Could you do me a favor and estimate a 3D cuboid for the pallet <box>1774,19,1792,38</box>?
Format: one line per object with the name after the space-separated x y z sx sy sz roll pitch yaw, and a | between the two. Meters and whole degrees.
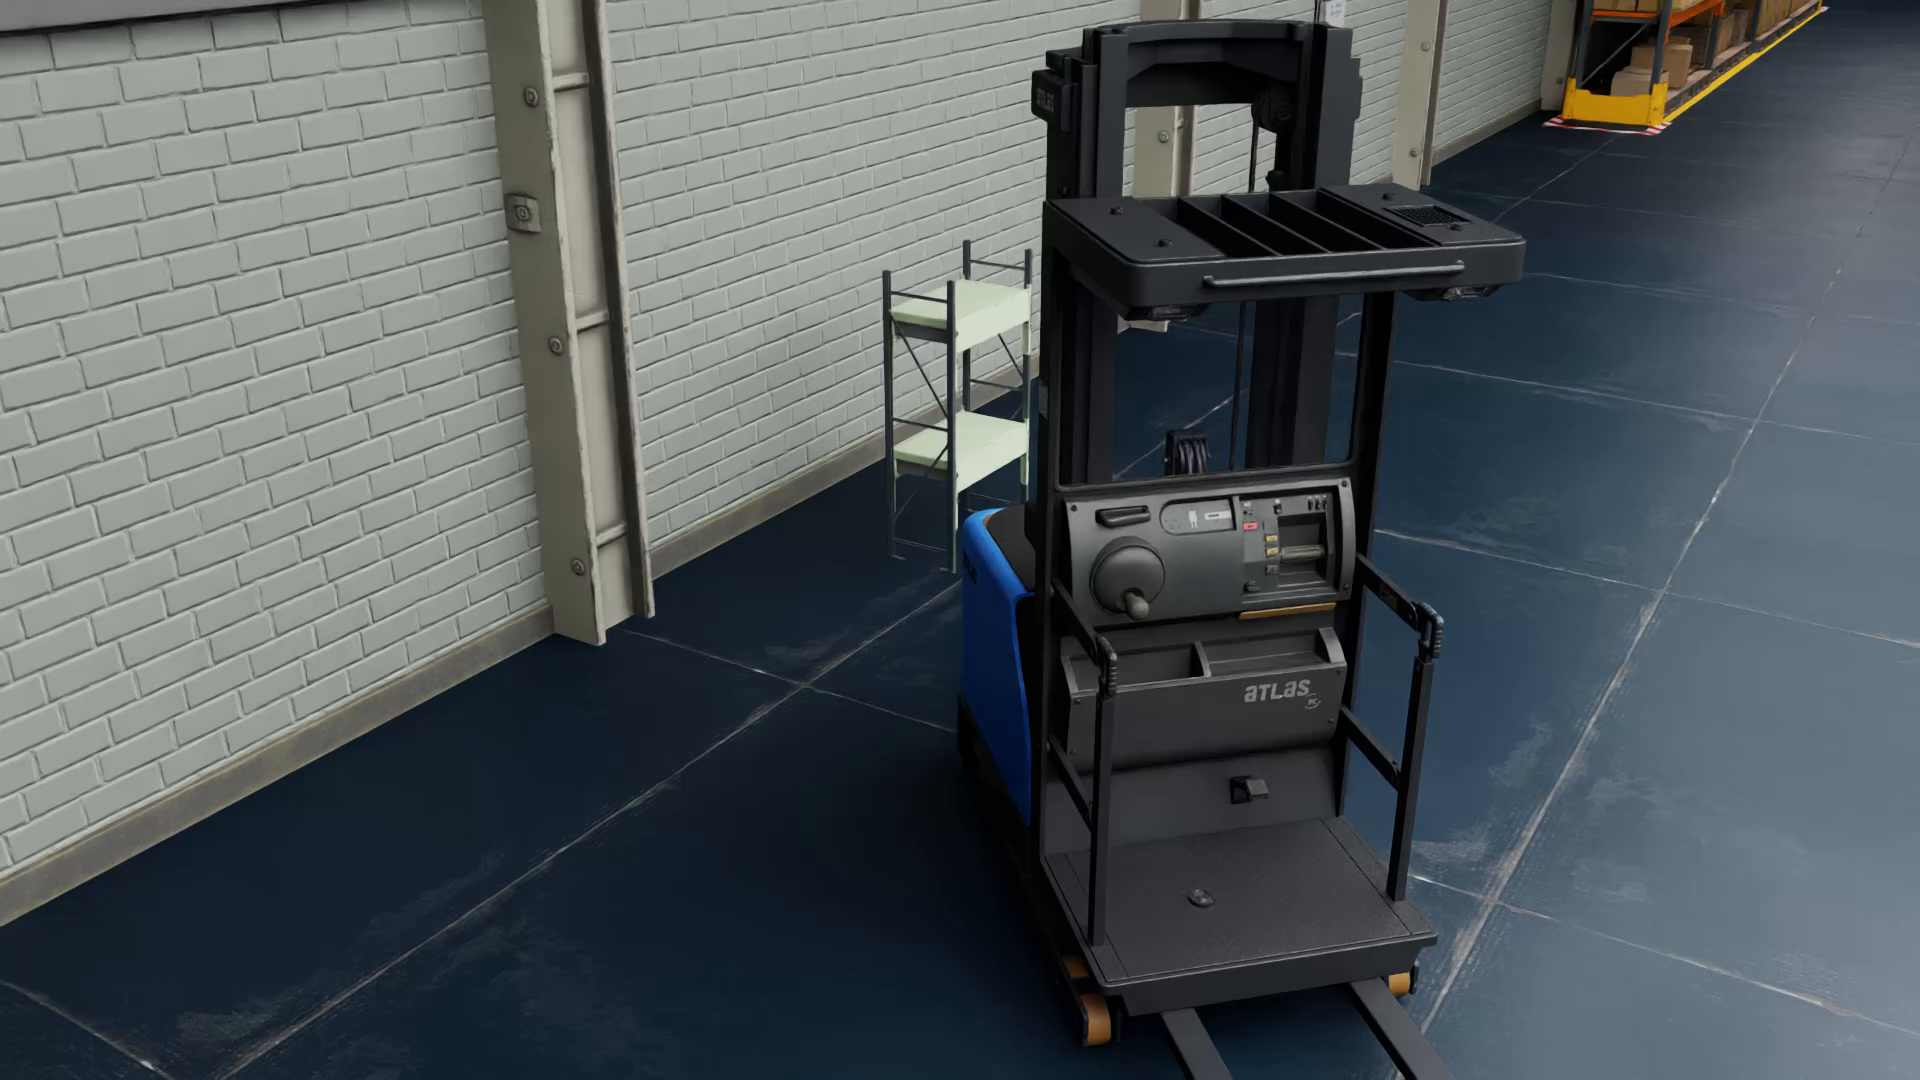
14.164 -9.140 29.597 1.003 0.211 1.213 14 27 29 | pallet

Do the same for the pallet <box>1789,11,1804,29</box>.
14.975 -9.656 30.790 1.003 0.211 1.213 14 27 29 | pallet

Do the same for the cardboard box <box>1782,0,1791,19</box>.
14.275 -9.655 29.455 0.750 0.750 0.750 14 27 30 | cardboard box

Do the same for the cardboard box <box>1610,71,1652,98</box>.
8.618 -5.828 21.268 0.500 0.311 0.500 11 26 23 | cardboard box

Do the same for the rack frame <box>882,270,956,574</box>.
-0.197 -0.562 8.161 0.400 1.500 0.023 14 27 29 | rack frame

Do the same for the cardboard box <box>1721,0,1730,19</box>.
11.441 -8.137 25.418 0.500 0.250 0.500 14 27 29 | cardboard box

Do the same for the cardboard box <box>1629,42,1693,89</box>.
9.349 -6.344 22.222 0.700 0.500 0.500 12 26 26 | cardboard box

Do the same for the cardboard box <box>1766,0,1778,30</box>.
13.364 -9.067 28.096 0.750 0.750 0.750 14 27 29 | cardboard box

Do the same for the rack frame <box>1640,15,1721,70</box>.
10.287 -7.996 23.444 1.000 3.000 0.127 14 27 29 | rack frame

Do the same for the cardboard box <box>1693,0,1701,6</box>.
9.240 -7.033 21.384 0.500 0.250 0.500 13 27 28 | cardboard box

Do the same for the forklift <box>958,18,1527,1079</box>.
0.830 0.052 4.940 1.130 2.935 3.031 -5 24 -12 | forklift

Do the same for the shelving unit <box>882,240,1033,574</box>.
-0.004 -0.686 8.447 0.431 1.500 0.755 14 27 29 | shelving unit

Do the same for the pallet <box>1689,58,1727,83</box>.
10.696 -6.979 24.605 1.003 0.211 1.213 14 27 29 | pallet

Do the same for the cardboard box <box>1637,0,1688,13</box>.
8.704 -6.684 20.578 0.500 0.250 0.500 13 27 27 | cardboard box

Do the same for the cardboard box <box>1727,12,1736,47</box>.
11.691 -7.997 26.040 0.700 0.500 0.500 14 27 29 | cardboard box

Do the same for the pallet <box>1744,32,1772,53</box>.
12.877 -8.316 27.694 1.003 0.211 1.213 14 27 29 | pallet

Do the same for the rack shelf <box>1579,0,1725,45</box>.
9.232 -6.990 22.027 1.077 0.370 4.000 14 27 29 | rack shelf

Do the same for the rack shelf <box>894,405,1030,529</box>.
-0.004 -0.387 8.576 0.431 0.370 0.720 14 27 29 | rack shelf

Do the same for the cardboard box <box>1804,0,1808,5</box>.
16.069 -10.665 32.228 0.700 0.500 0.500 14 27 29 | cardboard box

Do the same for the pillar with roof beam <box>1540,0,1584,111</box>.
11.469 -8.914 18.014 9.100 9.000 0.400 14 27 29 | pillar with roof beam

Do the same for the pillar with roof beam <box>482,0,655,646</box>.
1.974 -2.839 3.980 9.100 9.000 0.400 14 27 29 | pillar with roof beam

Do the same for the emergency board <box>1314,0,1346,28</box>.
3.311 -4.212 14.704 0.194 1.169 0.643 14 27 29 | emergency board

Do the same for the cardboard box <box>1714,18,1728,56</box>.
11.195 -7.651 25.240 0.700 0.500 0.500 14 27 30 | cardboard box

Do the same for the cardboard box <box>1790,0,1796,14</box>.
14.989 -9.972 30.627 0.700 0.500 0.500 14 27 30 | cardboard box

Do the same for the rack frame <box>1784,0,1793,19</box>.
14.507 -10.696 29.681 1.000 3.000 0.127 14 27 29 | rack frame

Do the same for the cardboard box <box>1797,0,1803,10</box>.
15.529 -10.314 31.417 0.700 0.500 0.500 15 27 30 | cardboard box

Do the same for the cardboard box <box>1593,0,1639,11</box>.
8.259 -6.784 20.809 0.500 0.250 0.500 14 27 30 | cardboard box

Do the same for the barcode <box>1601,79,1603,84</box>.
8.288 -5.922 21.474 0.001 0.075 0.075 14 27 29 | barcode

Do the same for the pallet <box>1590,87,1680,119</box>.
8.676 -5.658 21.555 1.003 0.211 1.213 14 27 29 | pallet

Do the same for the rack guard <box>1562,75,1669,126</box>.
8.217 -5.524 20.881 1.175 0.500 0.348 14 27 29 | rack guard

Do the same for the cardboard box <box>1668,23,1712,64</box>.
10.661 -7.302 24.435 0.700 0.500 0.500 15 28 31 | cardboard box

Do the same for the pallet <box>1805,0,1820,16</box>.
16.262 -10.480 32.692 1.003 0.211 1.213 14 27 29 | pallet
